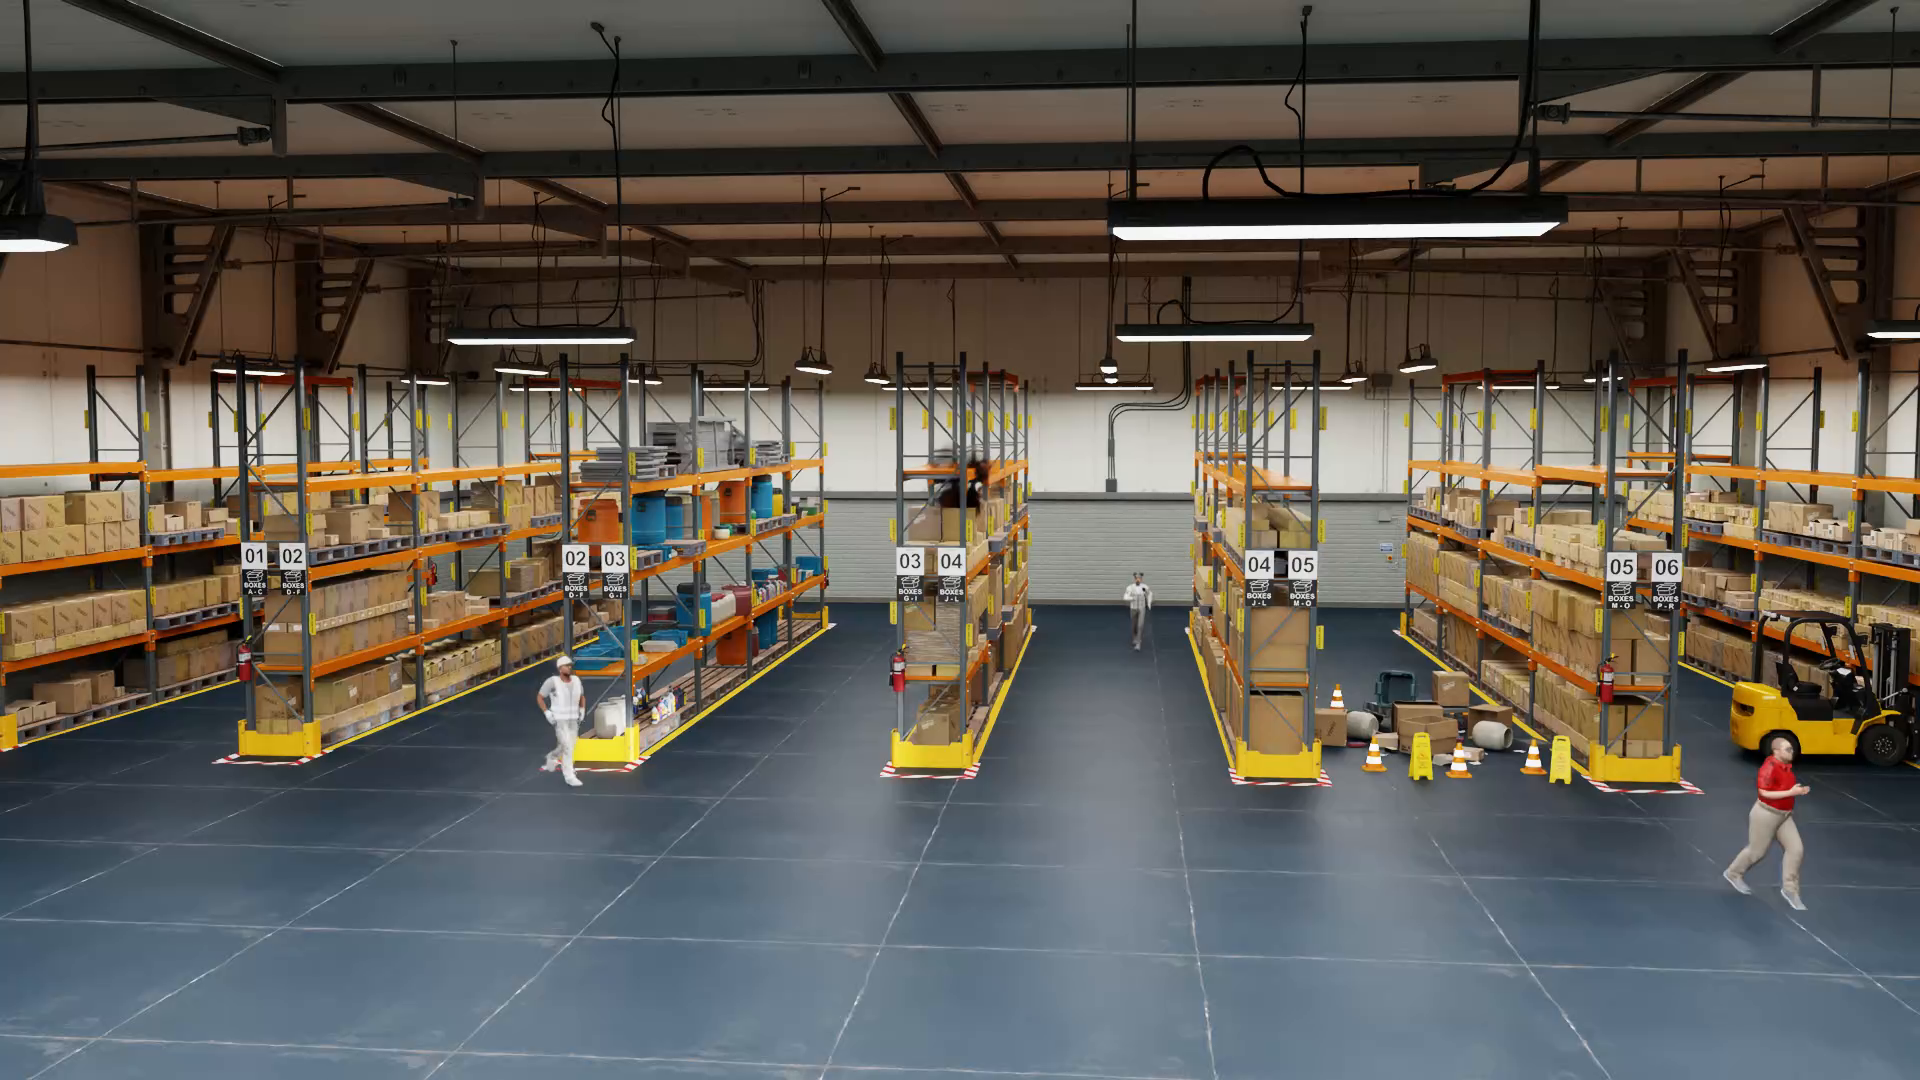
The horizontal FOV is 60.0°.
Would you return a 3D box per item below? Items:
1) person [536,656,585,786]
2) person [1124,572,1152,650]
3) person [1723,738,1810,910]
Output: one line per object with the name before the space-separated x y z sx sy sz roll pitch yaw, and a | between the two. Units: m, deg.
person | -5.508 2.495 23.125 0.857 1.767 0.703 4 5 41
person | 3.913 1.533 36.591 0.603 1.678 0.939 1 4 9
person | 8.396 2.937 17.292 0.643 1.817 0.884 -3 5 -33
